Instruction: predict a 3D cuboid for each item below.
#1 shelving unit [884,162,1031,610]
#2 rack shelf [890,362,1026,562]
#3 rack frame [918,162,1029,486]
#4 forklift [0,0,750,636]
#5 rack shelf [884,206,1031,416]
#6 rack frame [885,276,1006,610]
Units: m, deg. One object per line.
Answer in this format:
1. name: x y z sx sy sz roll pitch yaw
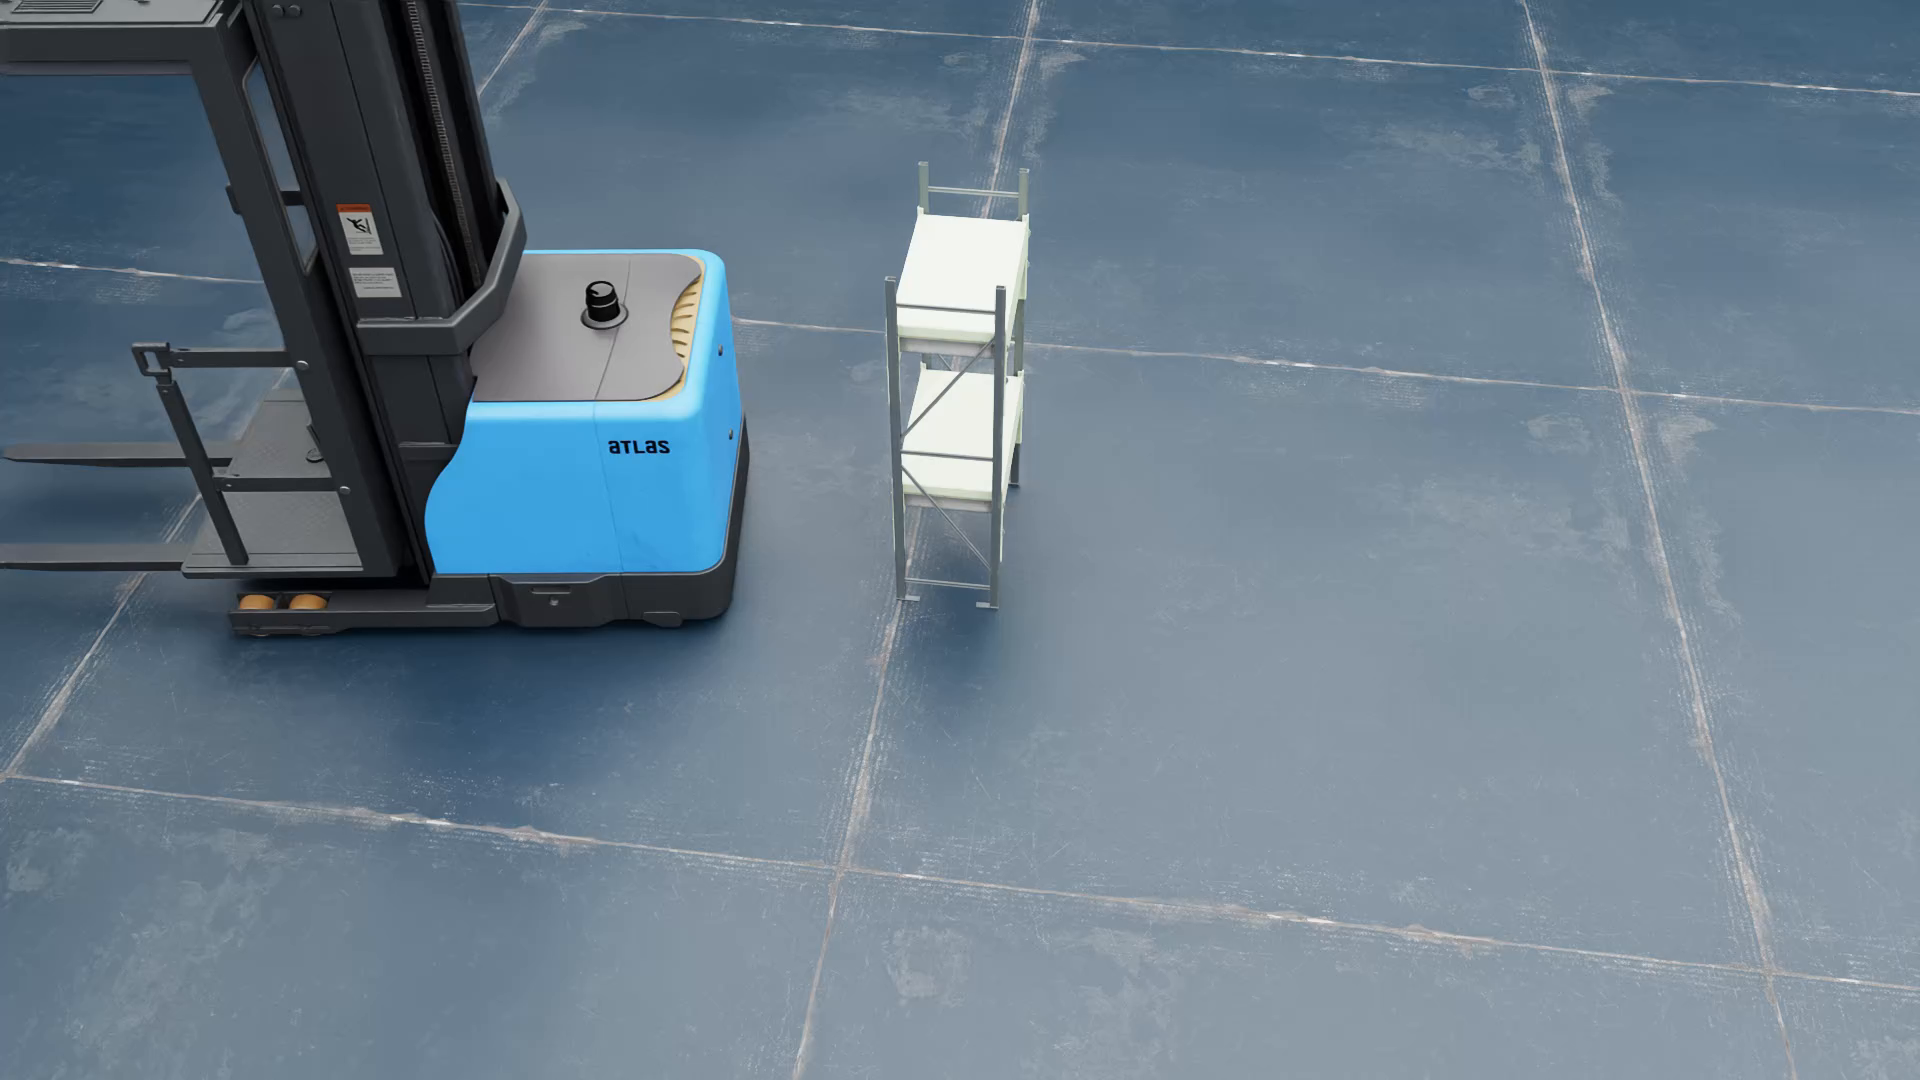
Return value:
1. shelving unit: 0.001 -0.549 6.239 0.431 1.500 0.755 5 44 6
2. rack shelf: 0.001 -0.312 6.463 0.431 0.370 0.720 5 44 6
3. rack frame: 0.049 -0.799 6.503 0.400 1.500 0.023 5 44 6
4. forklift: -2.397 -1.063 5.741 3.031 2.935 1.130 0 43 0
5. rack shelf: 0.001 -0.833 5.971 0.431 0.370 0.720 5 44 6
6. rack frame: -0.048 -0.300 5.976 0.400 1.500 0.023 5 44 6
